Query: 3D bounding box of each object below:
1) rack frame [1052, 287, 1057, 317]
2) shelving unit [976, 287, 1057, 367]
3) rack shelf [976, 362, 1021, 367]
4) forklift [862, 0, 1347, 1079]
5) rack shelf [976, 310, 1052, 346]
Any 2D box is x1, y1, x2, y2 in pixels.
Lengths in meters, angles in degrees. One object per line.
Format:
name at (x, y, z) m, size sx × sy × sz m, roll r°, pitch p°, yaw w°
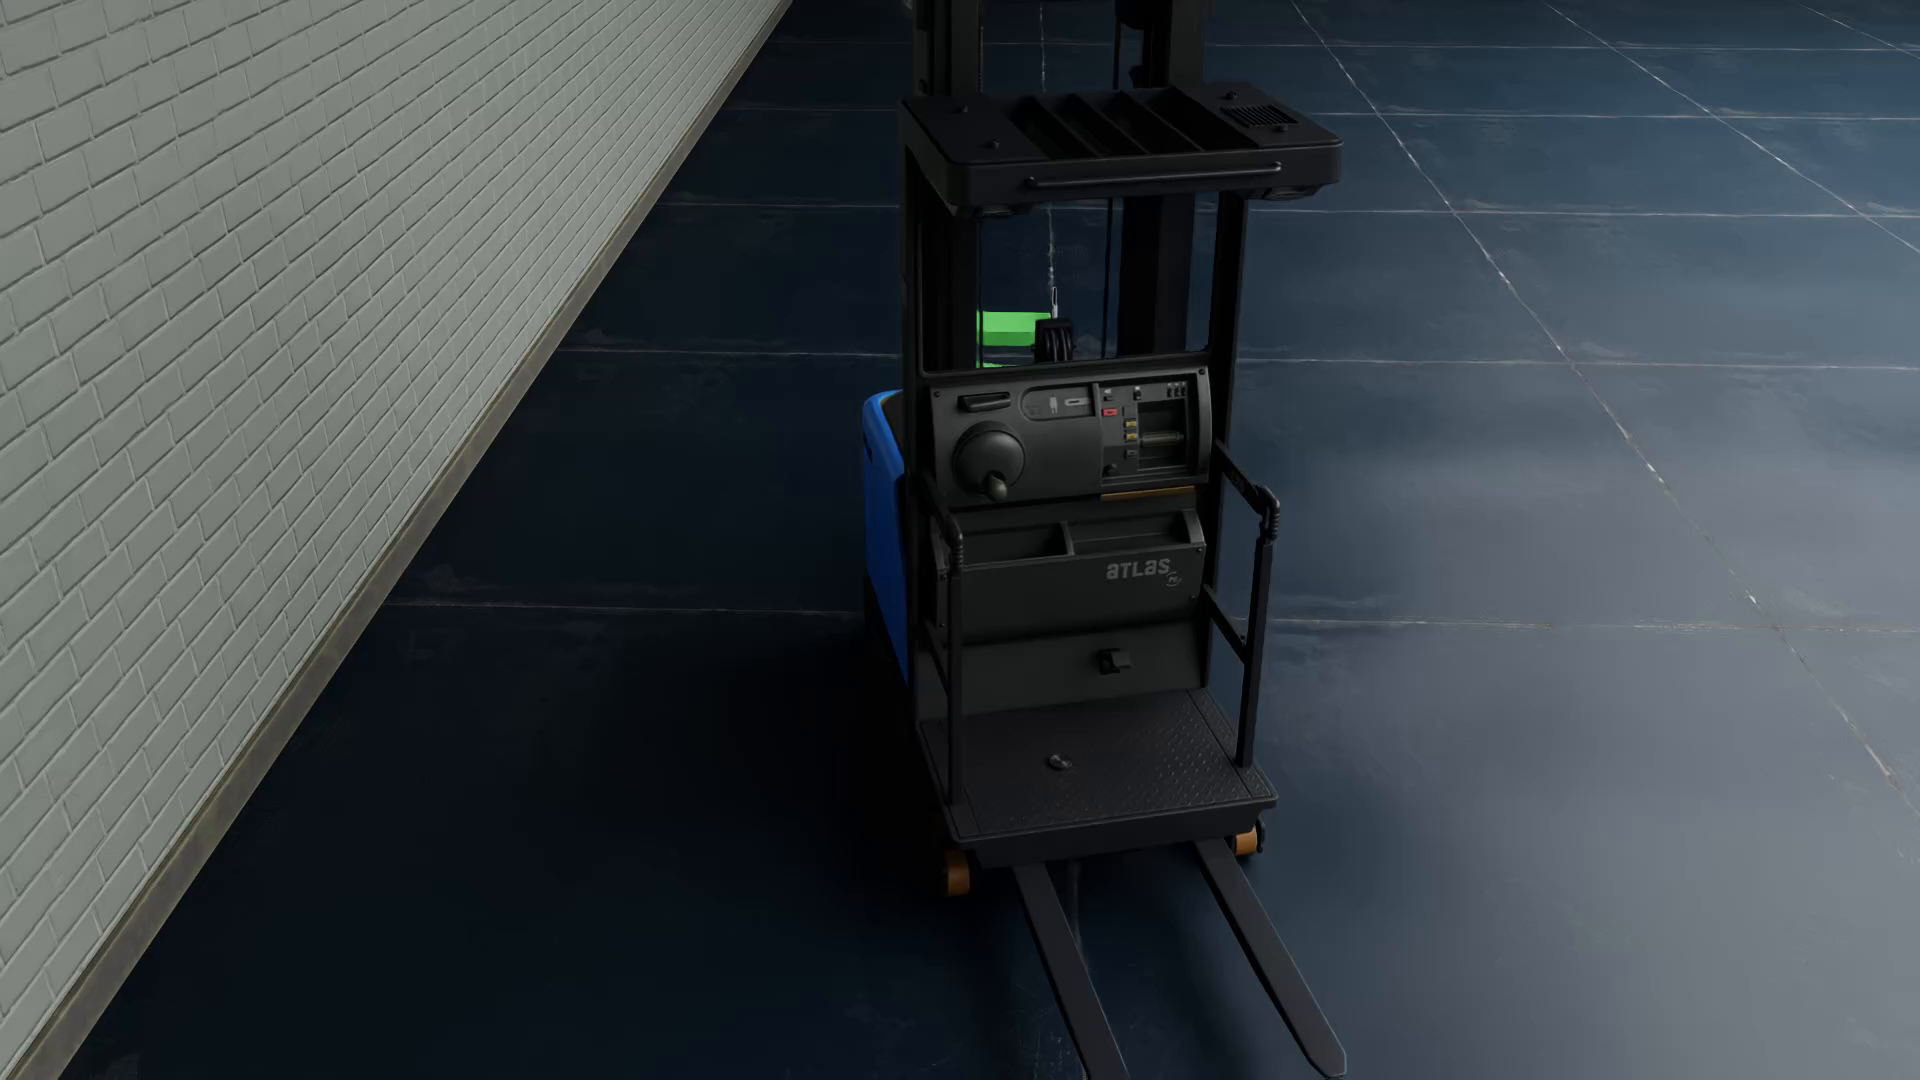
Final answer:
rack frame at (0.409, -0.523, 7.456) m, size 0.015 × 1.200 × 0.240 m, roll 1°, pitch 28°, yaw 2°
shelving unit at (0.165, -0.527, 7.464) m, size 0.503 × 1.200 × 0.258 m, roll 1°, pitch 28°, yaw 2°
rack shelf at (0.165, -0.683, 7.381) m, size 0.480 × 0.148 × 0.258 m, roll 1°, pitch 28°, yaw 2°
forklift at (0.411, -0.304, 5.194) m, size 1.130 × 2.935 × 3.031 m, roll -6°, pitch 28°, yaw -11°
rack shelf at (0.165, -0.895, 7.269) m, size 0.480 × 0.148 × 0.258 m, roll 1°, pitch 28°, yaw 2°
